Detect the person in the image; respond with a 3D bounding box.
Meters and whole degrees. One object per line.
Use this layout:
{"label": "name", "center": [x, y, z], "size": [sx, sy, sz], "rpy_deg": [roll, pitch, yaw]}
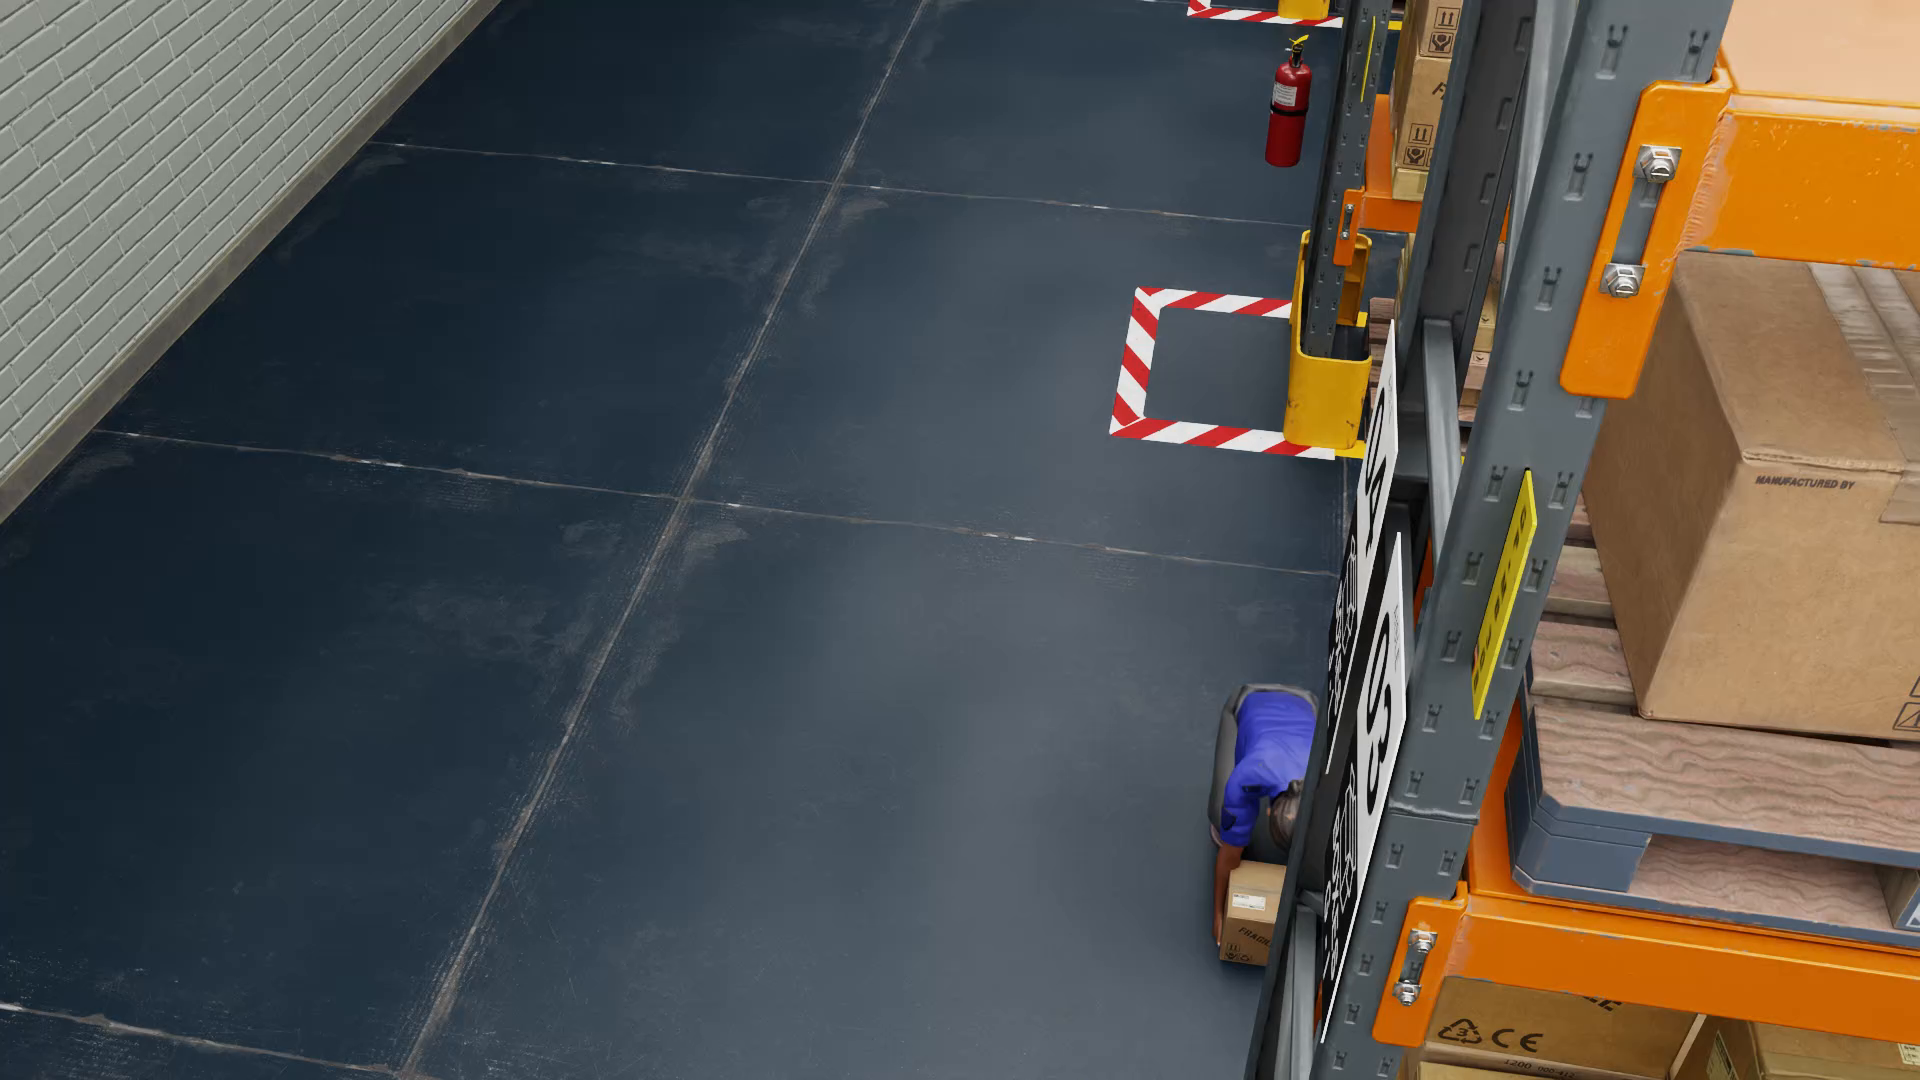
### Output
{"label": "person", "center": [1.107, 0.904, 5.836], "size": [0.459, 0.745, 0.858], "rpy_deg": [6, 41, 7]}
